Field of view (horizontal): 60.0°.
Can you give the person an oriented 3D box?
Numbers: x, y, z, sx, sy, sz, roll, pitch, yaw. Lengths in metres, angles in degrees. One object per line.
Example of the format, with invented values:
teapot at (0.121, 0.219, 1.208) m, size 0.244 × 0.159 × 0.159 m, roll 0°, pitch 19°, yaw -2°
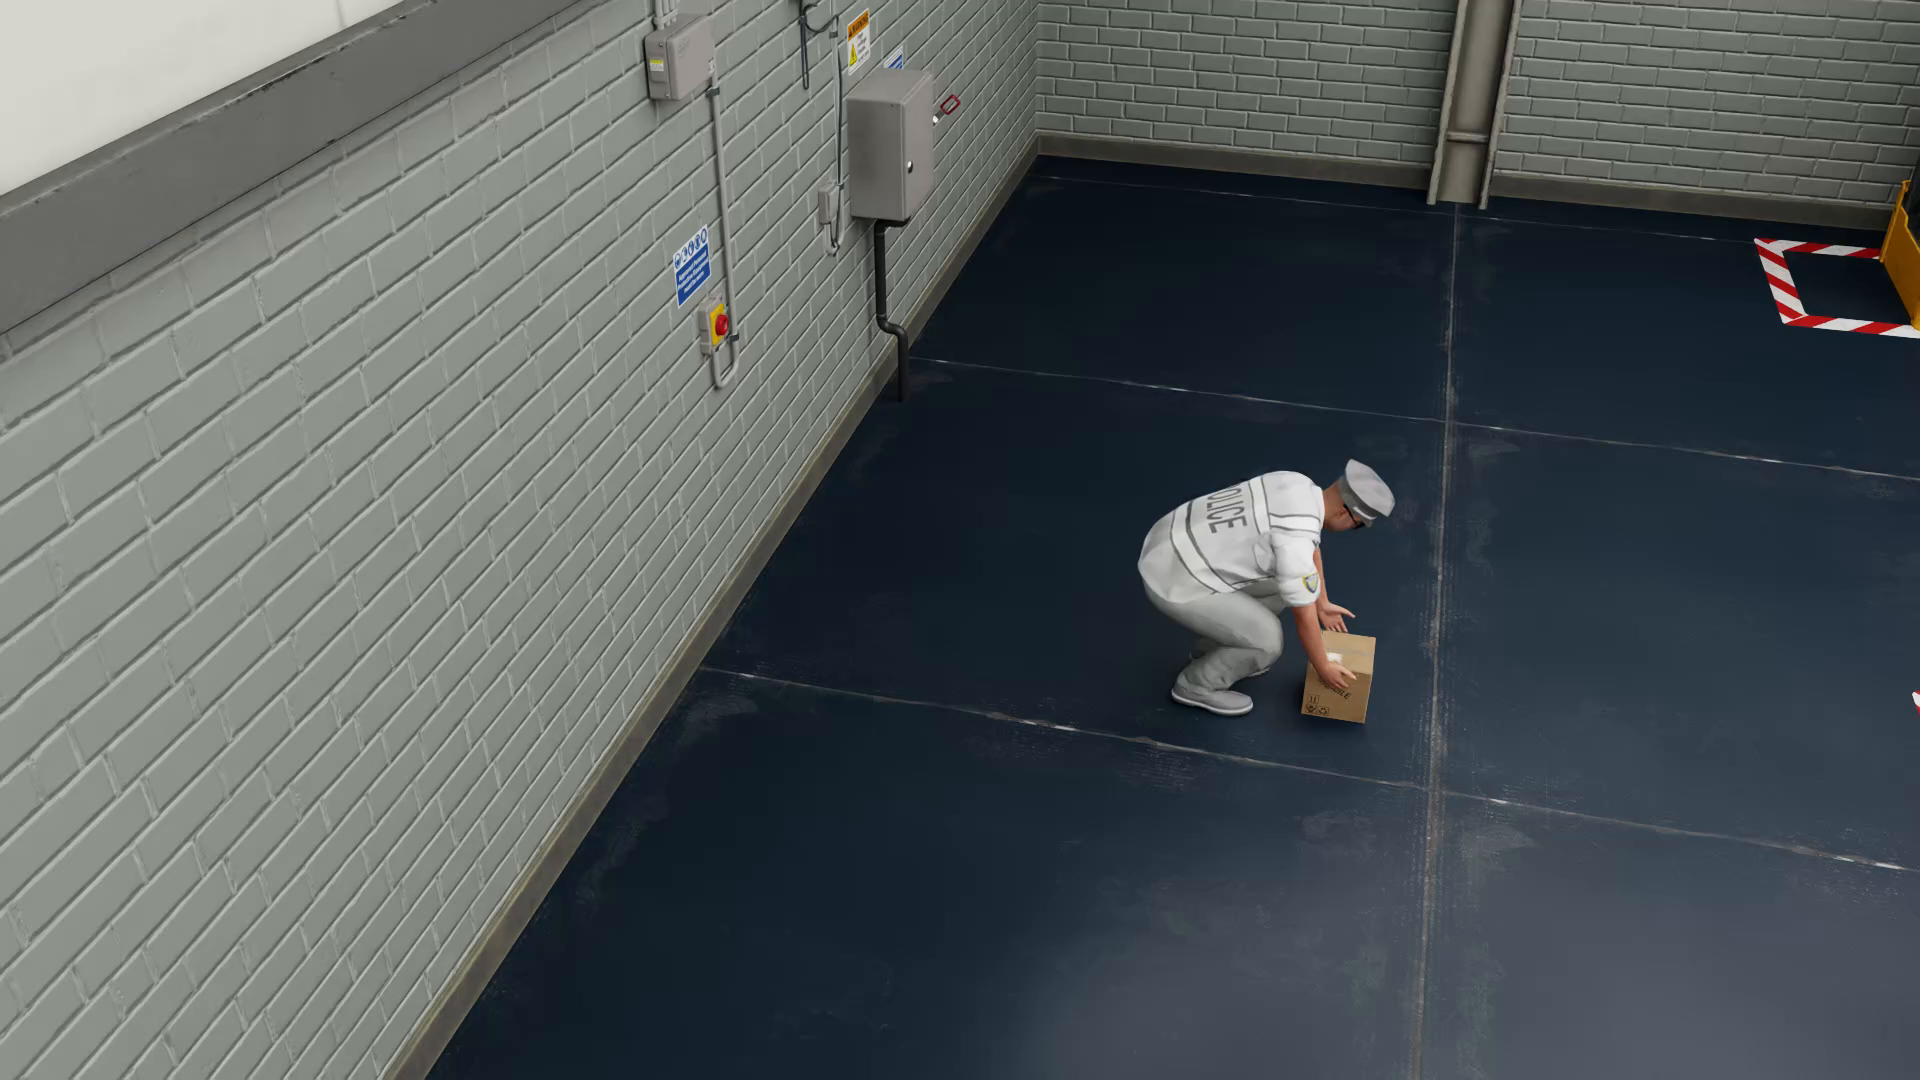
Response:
person at (1.180, 0.148, 6.554) m, size 0.938 × 1.052 × 0.571 m, roll 8°, pitch 33°, yaw 12°
